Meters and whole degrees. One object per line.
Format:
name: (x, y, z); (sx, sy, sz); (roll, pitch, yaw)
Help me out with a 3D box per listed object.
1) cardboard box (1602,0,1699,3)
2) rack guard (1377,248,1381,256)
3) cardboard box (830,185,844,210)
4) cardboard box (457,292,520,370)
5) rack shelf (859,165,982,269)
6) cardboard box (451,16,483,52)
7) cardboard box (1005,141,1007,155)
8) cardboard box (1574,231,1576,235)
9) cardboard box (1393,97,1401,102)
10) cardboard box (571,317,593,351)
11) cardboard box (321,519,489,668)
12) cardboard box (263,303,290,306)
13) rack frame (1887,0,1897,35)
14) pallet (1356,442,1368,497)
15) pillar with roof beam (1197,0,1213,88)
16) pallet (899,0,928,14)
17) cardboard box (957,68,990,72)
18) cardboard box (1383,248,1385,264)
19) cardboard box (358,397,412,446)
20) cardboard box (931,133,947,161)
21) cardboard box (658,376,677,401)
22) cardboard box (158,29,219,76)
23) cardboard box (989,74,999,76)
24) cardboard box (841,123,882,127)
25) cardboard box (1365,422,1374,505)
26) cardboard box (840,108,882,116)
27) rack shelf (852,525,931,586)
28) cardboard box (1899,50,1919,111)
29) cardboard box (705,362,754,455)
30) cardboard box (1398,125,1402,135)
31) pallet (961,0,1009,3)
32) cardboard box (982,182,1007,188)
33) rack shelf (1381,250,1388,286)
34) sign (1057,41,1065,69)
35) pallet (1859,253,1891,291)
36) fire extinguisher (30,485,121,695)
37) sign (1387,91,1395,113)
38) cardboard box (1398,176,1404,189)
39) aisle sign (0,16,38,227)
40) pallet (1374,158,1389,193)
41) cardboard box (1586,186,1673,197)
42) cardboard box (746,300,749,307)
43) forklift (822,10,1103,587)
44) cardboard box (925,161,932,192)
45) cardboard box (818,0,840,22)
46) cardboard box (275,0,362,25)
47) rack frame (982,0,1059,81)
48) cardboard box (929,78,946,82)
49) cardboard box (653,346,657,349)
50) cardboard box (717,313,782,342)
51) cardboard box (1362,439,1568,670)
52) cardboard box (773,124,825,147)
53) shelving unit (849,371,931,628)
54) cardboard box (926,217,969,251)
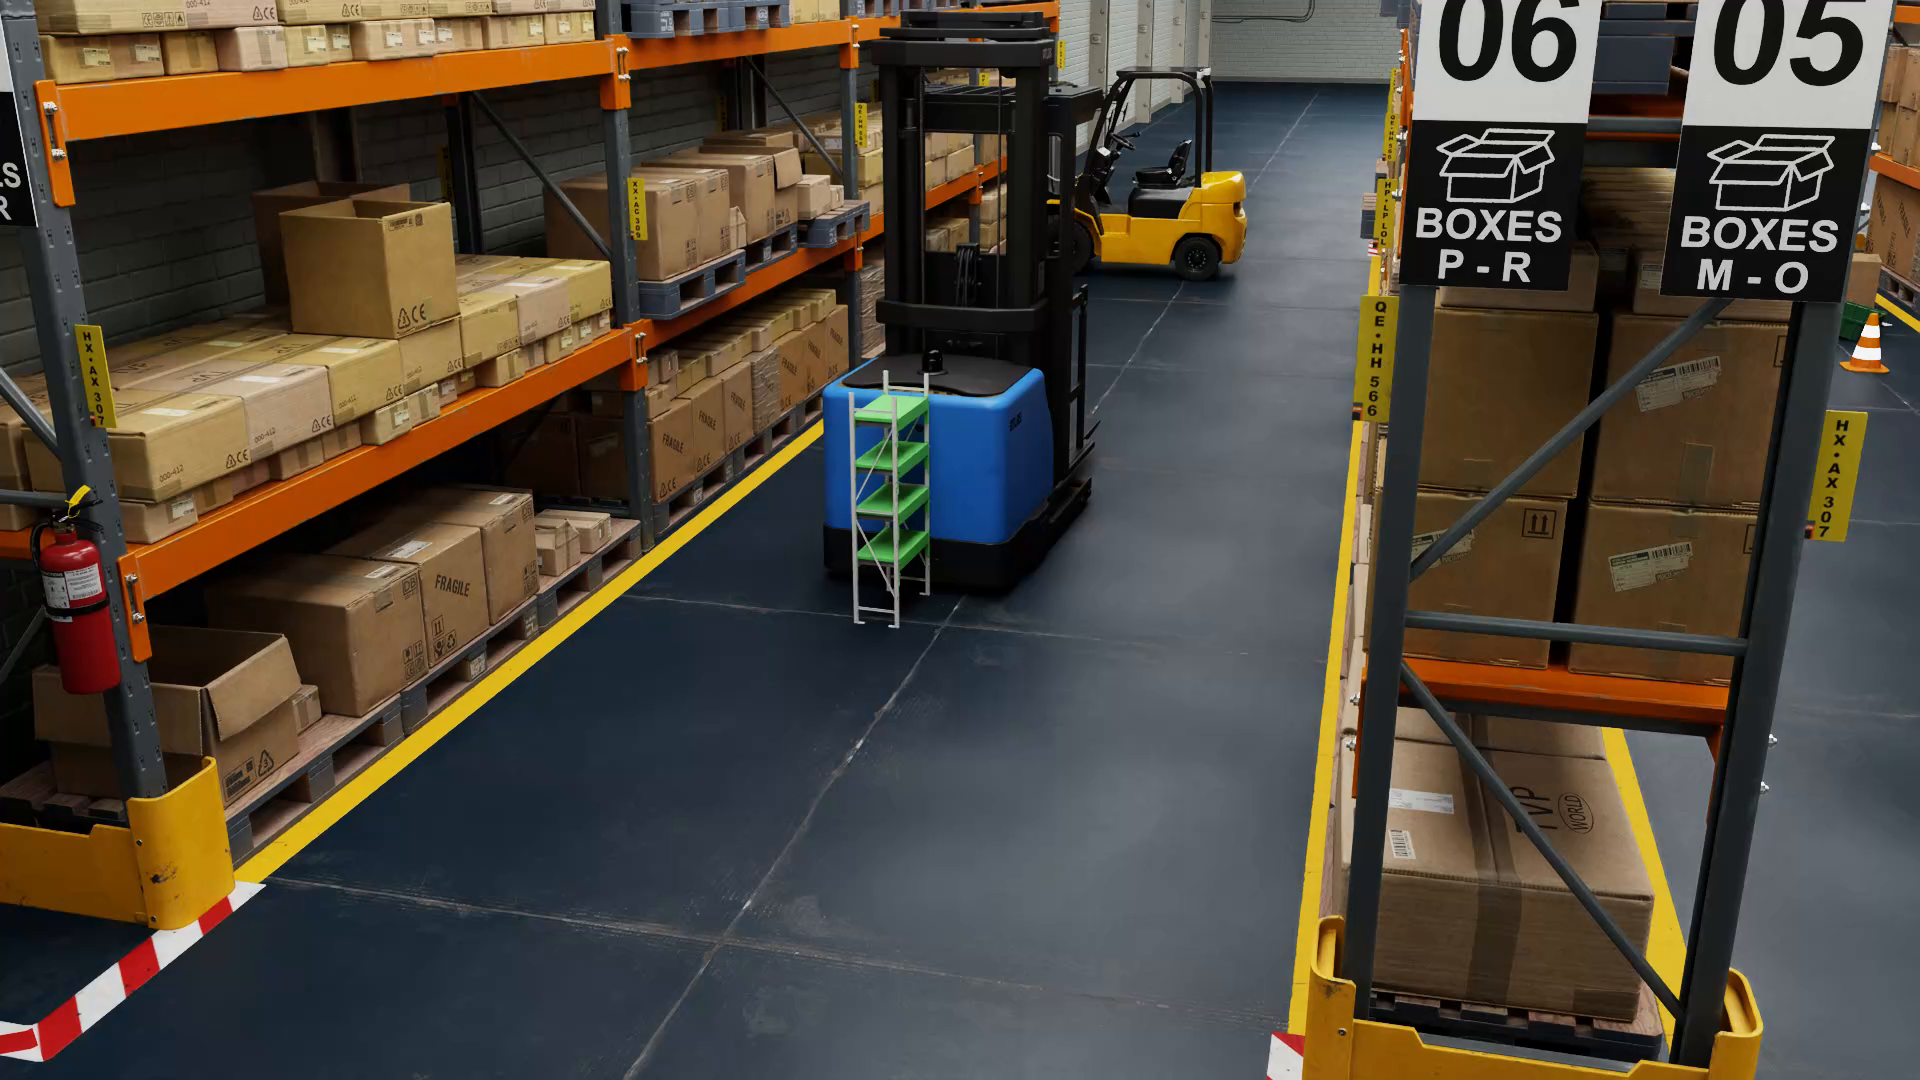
cardboard box: (1.606, -1.495, 4.210); (0.500, 0.250, 0.500); (3, 19, 8)
rack guard: (5.474, -3.560, 19.337); (1.175, 0.500, 0.348); (5, 19, 13)
cardboard box: (-1.064, -2.494, 12.087); (0.380, 0.149, 0.250); (5, 19, 14)
cardboard box: (-2.384, -0.974, 7.670); (0.500, 0.250, 0.500); (5, 19, 13)
rack shelf: (-0.787, -2.937, 14.758); (1.077, 0.370, 4.000); (5, 19, 13)
cardboard box: (-2.350, -2.243, 7.362); (0.380, 0.149, 0.250); (5, 20, 15)
cardboard box: (0.297, -4.393, 17.754); (0.500, 0.500, 0.500); (4, 19, 13)
cardboard box: (2.215, -0.725, 5.467); (0.500, 0.500, 0.500); (5, 19, 13)
cardboard box: (3.752, -3.303, 13.452); (0.500, 0.500, 0.500); (4, 19, 11)
cardboard box: (-2.129, -1.074, 8.581); (0.380, 0.149, 0.250); (5, 20, 15)
cardboard box: (-2.517, 0.234, 7.578); (0.500, 0.500, 0.500); (5, 19, 14)
cardboard box: (-2.880, -1.013, 7.785); (0.500, 0.250, 0.500); (5, 20, 15)
rack frame: (1.584, -2.591, 3.351); (1.000, 3.000, 0.127); (5, 19, 13)
pallet: (2.972, -0.317, 10.291); (1.003, 0.211, 1.213); (5, 19, 13)
pillar with roof beam: (11.139, -16.913, 45.281); (9.100, 9.000, 0.400); (5, 19, 13)
pallet: (-0.926, -4.551, 14.022); (1.003, 0.211, 1.213); (6, 20, 16)
cardboard box: (0.127, -5.240, 18.770); (0.380, 0.149, 0.250); (5, 20, 15)
cardboard box: (4.400, -2.972, 16.193); (0.500, 0.500, 0.500); (4, 19, 13)
cardboard box: (-2.521, -0.505, 6.914); (0.380, 0.149, 0.250); (4, 19, 12)
cardboard box: (-0.420, -3.574, 14.969); (0.500, 0.250, 0.500); (5, 19, 14)
cardboard box: (-1.915, -0.904, 9.907); (0.380, 0.149, 0.250); (4, 19, 12)
cardboard box: (-2.809, -1.688, 5.738); (0.380, 0.149, 0.250); (5, 19, 14)
cardboard box: (0.305, -4.886, 17.732); (0.380, 0.149, 0.250); (5, 19, 13)
cardboard box: (-0.759, -3.330, 13.639); (0.380, 0.149, 0.250); (5, 19, 14)
cardboard box: (2.635, -0.400, 8.854); (0.875, 0.875, 0.875); (5, 20, 15)
cardboard box: (-0.899, -3.849, 15.158); (0.380, 0.149, 0.250); (5, 19, 13)
rack shelf: (-0.348, 0.077, 8.547); (0.258, 0.148, 0.480); (6, 20, 16)
cardboard box: (9.876, -4.532, 16.412); (0.875, 0.550, 0.550); (5, 19, 13)
cardboard box: (-1.670, -0.870, 10.811); (0.500, 0.500, 0.500); (4, 19, 12)
cardboard box: (2.801, -2.170, 9.697); (0.500, 0.500, 0.500); (5, 19, 14)
pallet: (-0.115, -5.551, 16.795); (1.003, 0.211, 1.213); (5, 19, 13)
cardboard box: (0.369, -3.718, 17.989); (0.500, 0.250, 0.500); (5, 20, 15)
rack shelf: (3.050, -1.292, 9.943); (1.077, 0.370, 4.000); (5, 19, 13)
sign: (1.201, -5.771, 19.784); (0.100, 0.325, 0.005); (5, 19, 13)
pallet: (10.198, -2.831, 17.650); (1.003, 0.211, 1.213); (5, 19, 13)
fire extinguisher: (-2.818, 0.153, 5.296); (0.296, 0.674, 0.183); (5, 19, 13)
sign: (3.987, -3.963, 15.311); (0.100, 0.325, 0.005); (5, 19, 13)
cardboard box: (2.080, -1.238, 6.971); (0.500, 0.500, 0.500); (4, 19, 13)
aisle sign: (-2.962, -1.328, 4.914); (0.394, 0.787, 0.004); (5, 19, 13)
pallet: (4.188, -3.194, 14.696); (1.003, 0.211, 1.213); (5, 19, 13)
cardboard box: (2.270, -1.074, 5.487); (0.380, 0.149, 0.250); (5, 19, 14)
cardboard box: (-1.796, -1.753, 12.393); (0.380, 0.149, 0.250); (5, 20, 15)
forklift: (0.187, -1.579, 9.776); (1.130, 2.935, 3.031); (6, 20, 16)
cardboard box: (-0.555, -3.181, 14.591); (0.500, 0.250, 0.500); (5, 20, 15)
cardboard box: (-1.166, -3.819, 11.818); (0.500, 0.250, 0.500); (4, 19, 12)
cardboard box: (-2.616, -2.070, 6.238); (0.500, 0.250, 0.500); (4, 19, 12)
rack frame: (0.679, -5.158, 20.147); (1.000, 3.000, 0.127); (5, 19, 13)
cardboard box: (-0.360, -4.682, 17.137); (0.380, 0.149, 0.250); (4, 19, 13)
cardboard box: (-2.176, -1.182, 10.720); (0.380, 0.149, 0.250); (5, 20, 15)
cardboard box: (-1.464, -1.474, 11.576); (0.380, 0.149, 0.250); (4, 19, 13)
cardboard box: (1.445, 0.029, 4.808); (0.500, 0.500, 0.500); (5, 19, 14)
cardboard box: (-1.315, -3.290, 13.520); (0.380, 0.149, 0.250); (5, 19, 13)
shelving unit: (-0.348, -0.211, 8.449); (0.258, 1.200, 0.503); (6, 20, 16)
cardboard box: (-0.415, -2.815, 16.311); (0.875, 0.625, 0.625); (6, 20, 16)
